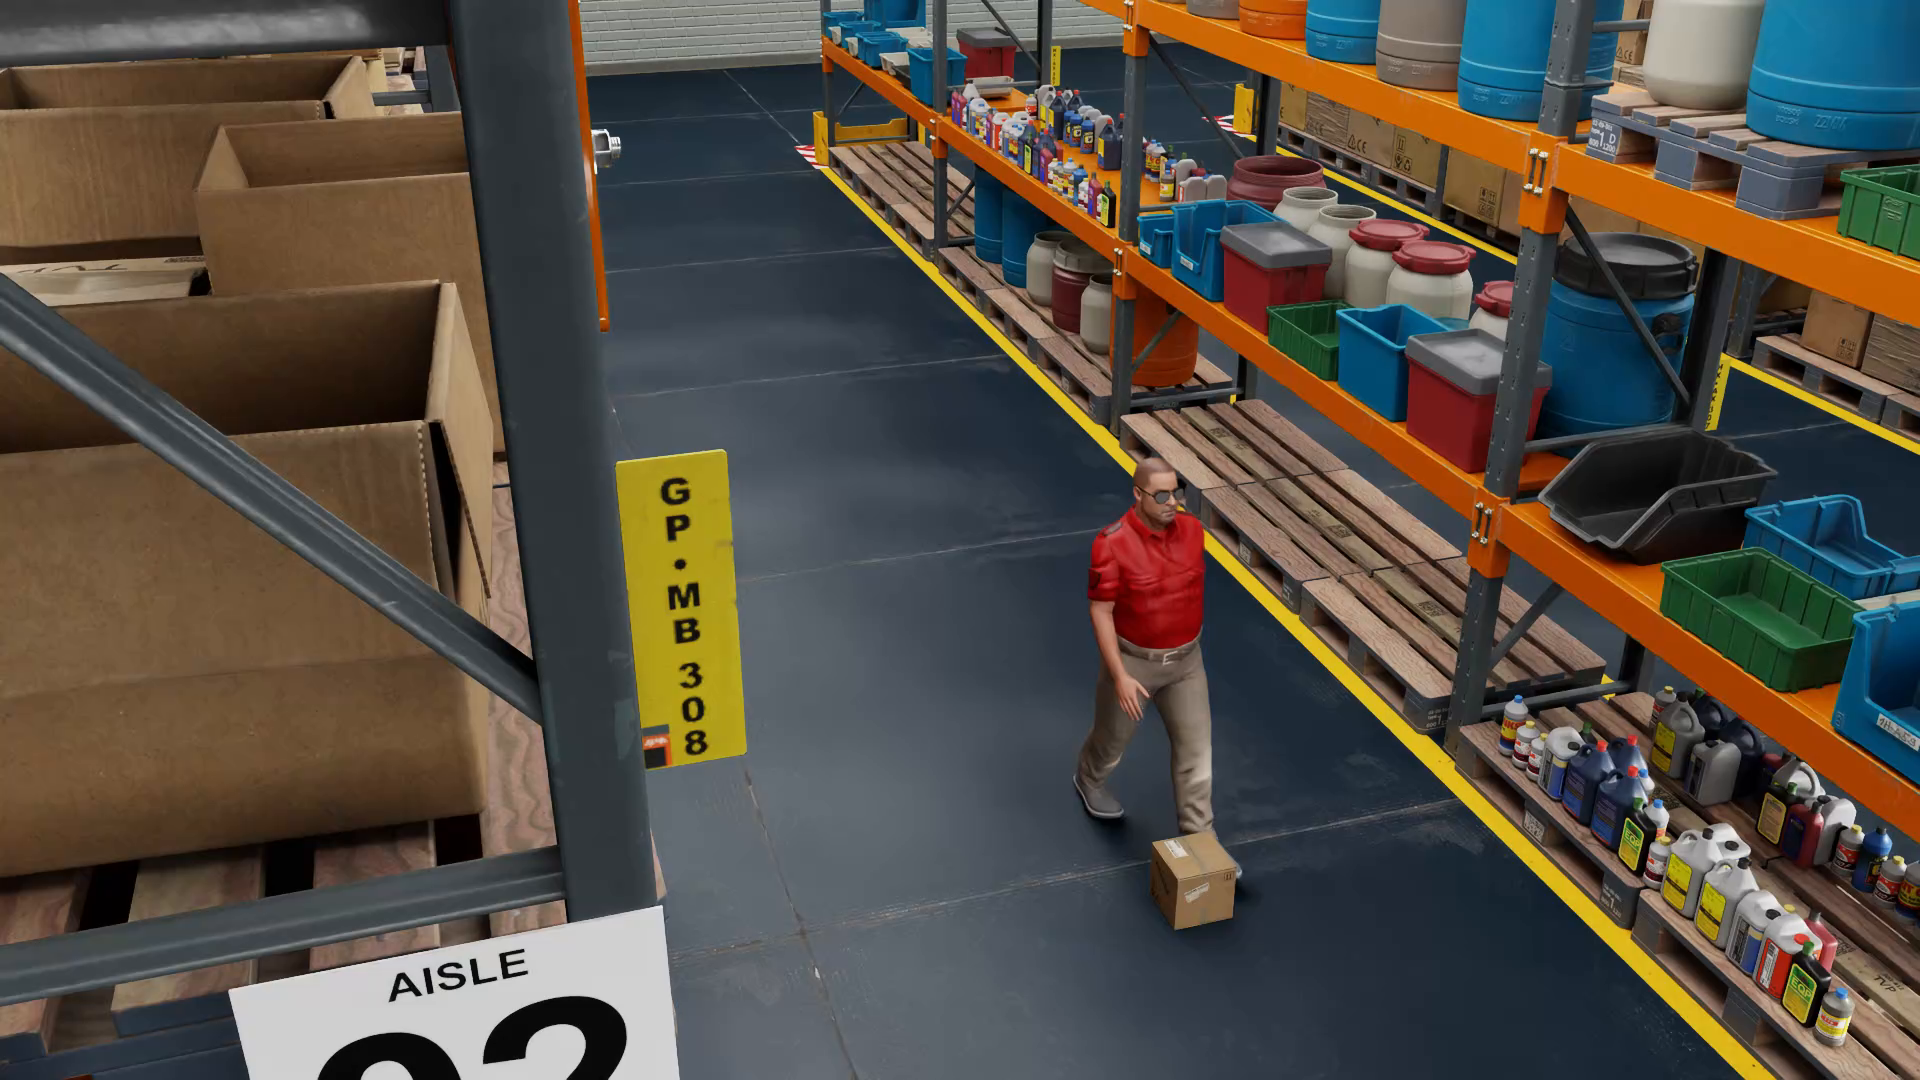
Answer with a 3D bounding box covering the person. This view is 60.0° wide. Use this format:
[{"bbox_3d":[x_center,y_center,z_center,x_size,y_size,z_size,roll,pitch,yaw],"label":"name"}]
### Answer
[{"bbox_3d":[0.787,0.509,6.639,0.541,1.721,0.740,-8,27,-15],"label":"person"}]
